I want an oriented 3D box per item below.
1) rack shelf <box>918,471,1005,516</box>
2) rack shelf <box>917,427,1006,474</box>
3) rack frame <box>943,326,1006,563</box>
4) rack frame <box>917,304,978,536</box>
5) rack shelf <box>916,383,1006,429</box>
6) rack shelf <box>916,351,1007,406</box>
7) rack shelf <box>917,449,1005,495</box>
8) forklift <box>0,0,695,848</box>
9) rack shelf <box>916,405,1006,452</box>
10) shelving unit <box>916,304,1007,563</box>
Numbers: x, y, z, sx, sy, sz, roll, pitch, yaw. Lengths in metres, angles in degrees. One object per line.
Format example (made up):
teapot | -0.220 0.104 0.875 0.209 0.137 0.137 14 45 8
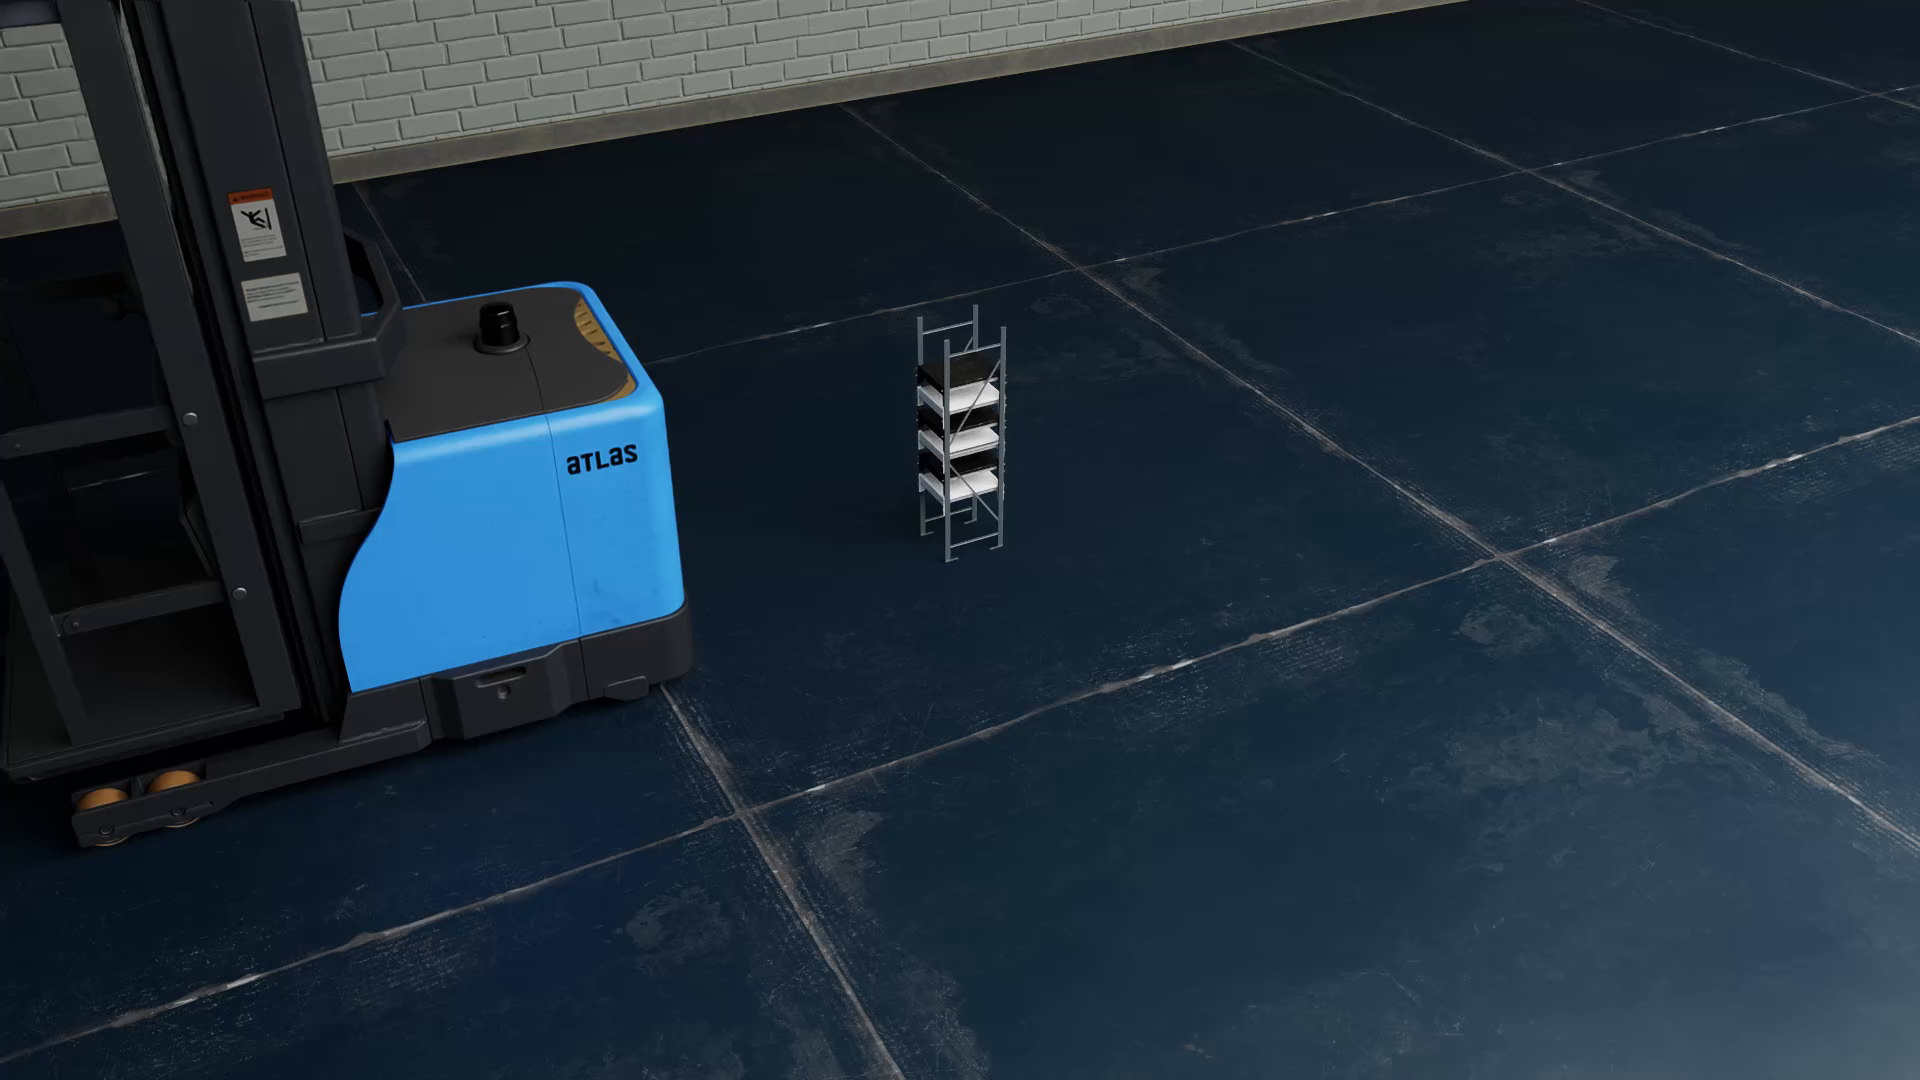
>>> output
rack shelf | 0.004 -0.195 6.116 0.258 0.077 0.200 -16 36 -23
rack shelf | 0.004 -0.347 6.019 0.258 0.077 0.200 -16 36 -23
rack frame | 0.051 -0.327 5.925 0.240 0.900 0.006 -16 36 -23
rack frame | -0.044 -0.424 6.077 0.240 0.900 0.006 -16 36 -23
rack shelf | 0.004 -0.499 5.922 0.258 0.077 0.200 -16 36 -23
rack shelf | 0.004 -0.574 5.874 0.258 0.077 0.200 -16 36 -23
rack shelf | 0.004 -0.271 6.068 0.258 0.077 0.200 -16 36 -23
forklift | -2.438 -0.666 4.572 3.031 2.935 1.130 -14 35 -20
rack shelf | 0.004 -0.423 5.971 0.258 0.077 0.200 -16 36 -23
shelving unit | 0.004 -0.375 6.001 0.258 0.900 0.210 -16 36 -23
